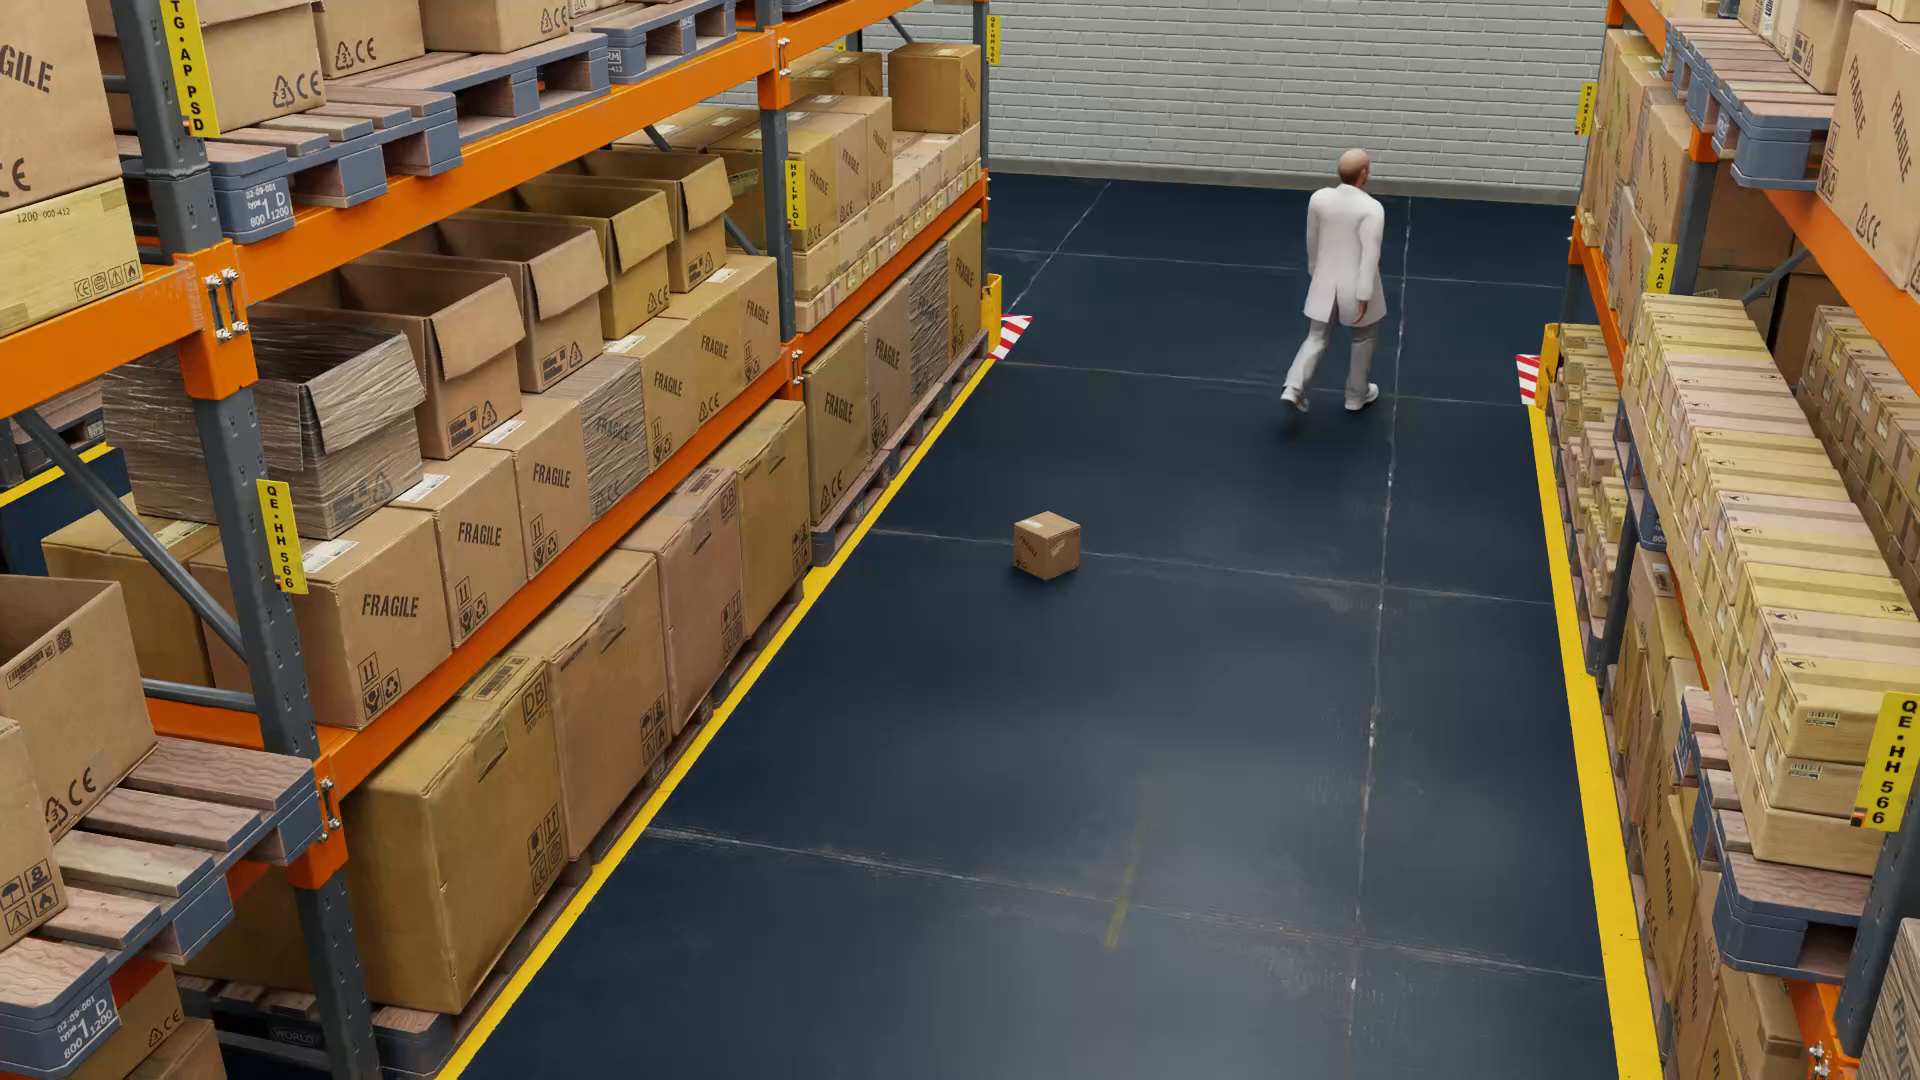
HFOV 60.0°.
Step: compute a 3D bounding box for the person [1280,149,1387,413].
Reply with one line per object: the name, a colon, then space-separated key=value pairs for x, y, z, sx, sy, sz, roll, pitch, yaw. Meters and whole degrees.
person: x=2.429 y=-1.628 z=10.617 sx=0.559 sy=1.745 sz=1.012 roll=17 pitch=30 yaw=33
